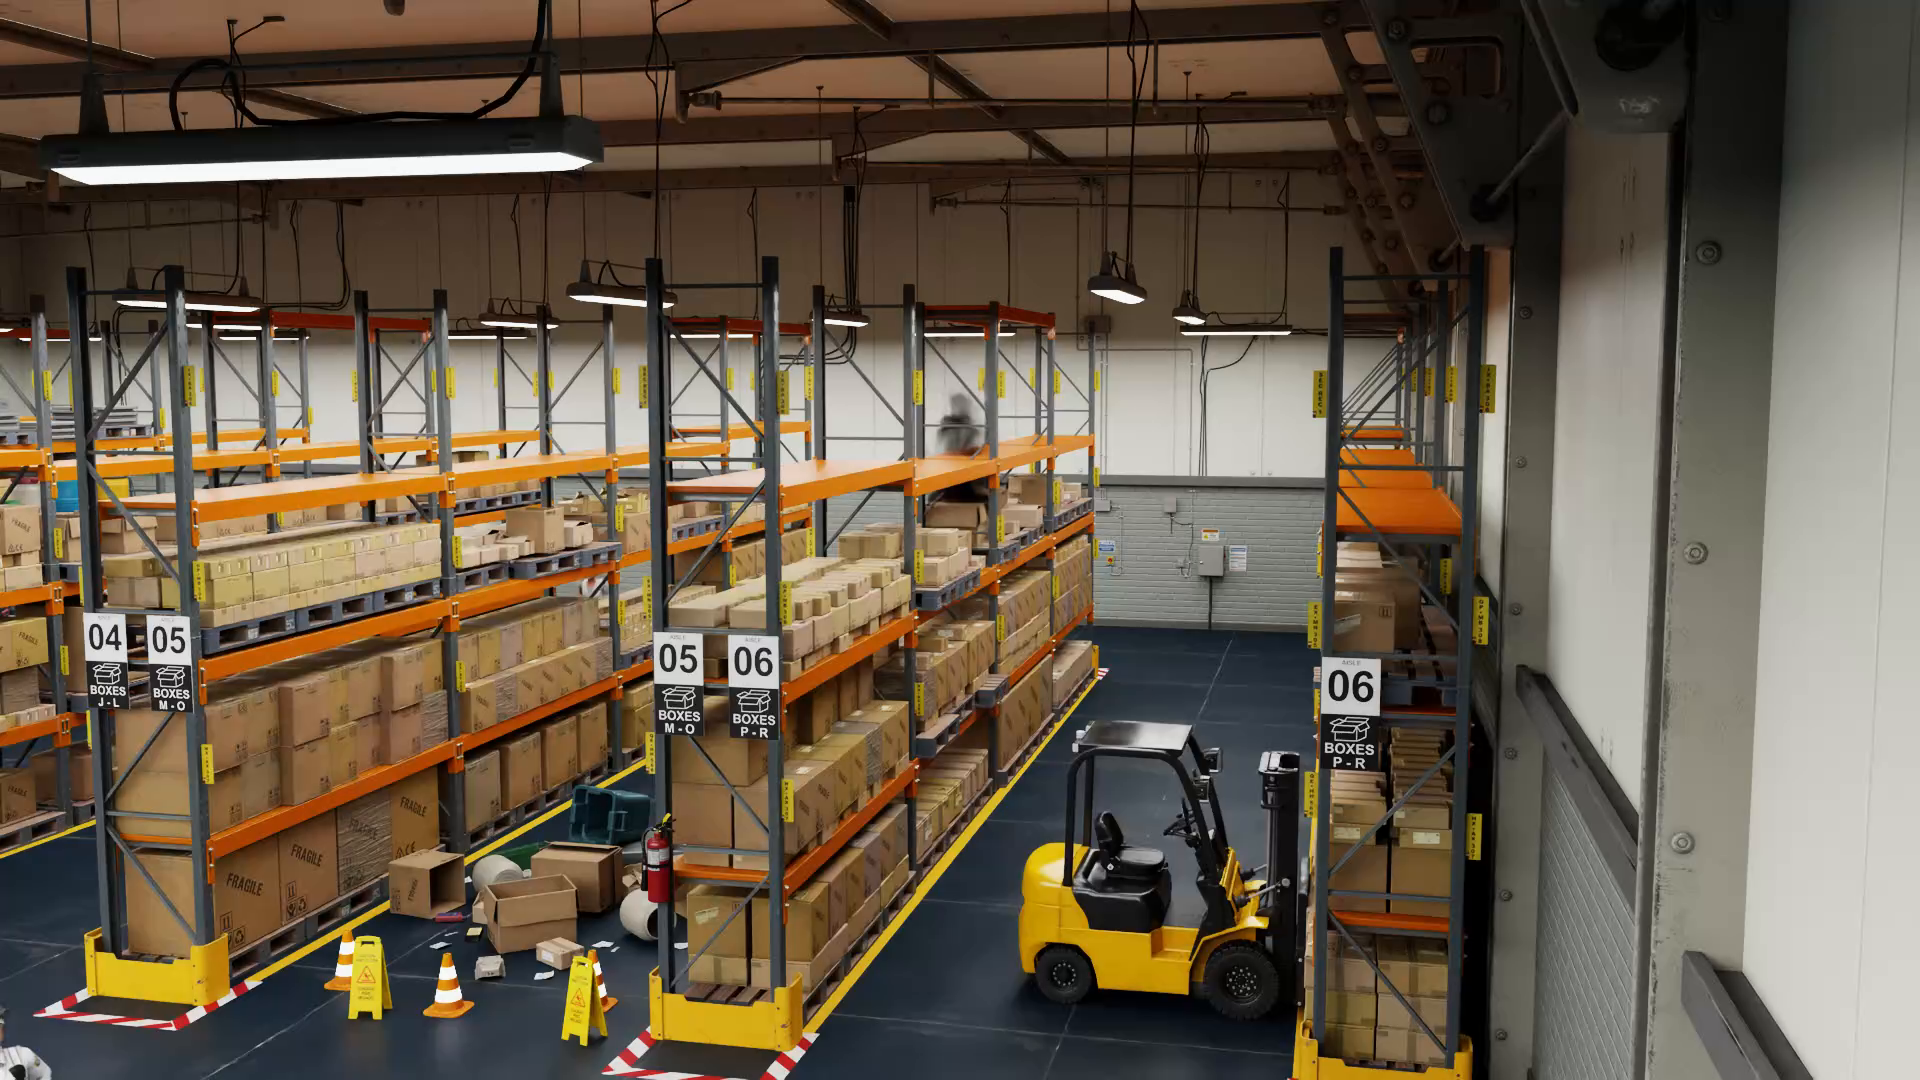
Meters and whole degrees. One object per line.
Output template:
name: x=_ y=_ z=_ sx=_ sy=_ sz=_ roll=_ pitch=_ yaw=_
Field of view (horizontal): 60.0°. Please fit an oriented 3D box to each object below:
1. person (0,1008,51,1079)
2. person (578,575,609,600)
person: x=-5.298 y=3.401 z=9.150 sx=0.576 sy=1.744 sz=0.742 roll=-3 pitch=7 yaw=-31
person: x=-6.398 y=1.323 z=29.161 sx=0.662 sy=1.807 sz=0.904 roll=0 pitch=6 yaw=1
